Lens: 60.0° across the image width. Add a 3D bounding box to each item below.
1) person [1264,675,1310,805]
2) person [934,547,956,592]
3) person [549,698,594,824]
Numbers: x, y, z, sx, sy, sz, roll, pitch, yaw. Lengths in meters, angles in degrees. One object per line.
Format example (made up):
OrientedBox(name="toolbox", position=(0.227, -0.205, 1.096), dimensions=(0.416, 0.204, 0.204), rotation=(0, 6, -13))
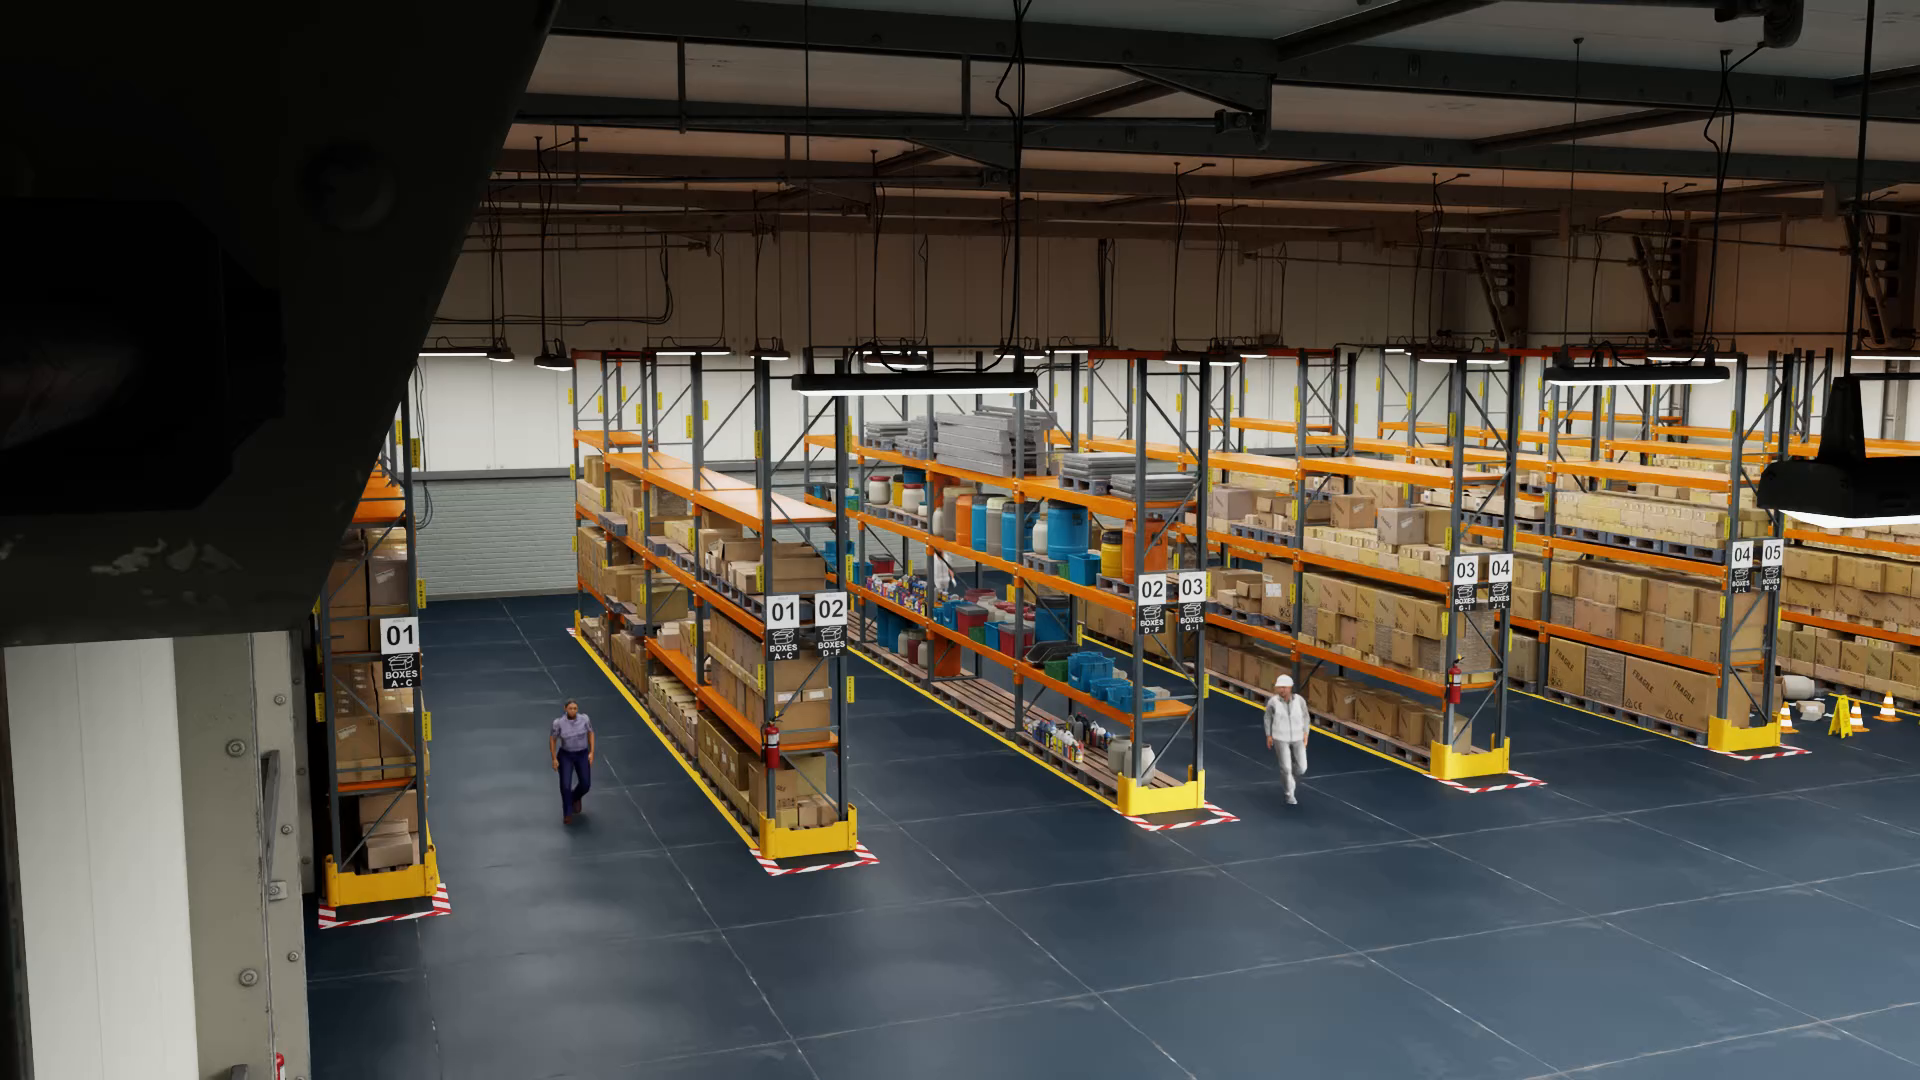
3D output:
OrientedBox(name="person", position=(4.434, 2.675, 22.575), dimensions=(0.597, 1.748, 0.630), rotation=(-1, 7, -4))
OrientedBox(name="person", position=(-0.390, 0.905, 36.499), dimensions=(0.552, 1.719, 1.054), rotation=(-3, 8, -22))
OrientedBox(name="person", position=(-5.071, 2.850, 21.737), dimensions=(0.571, 1.617, 0.558), rotation=(-2, 8, -19))
